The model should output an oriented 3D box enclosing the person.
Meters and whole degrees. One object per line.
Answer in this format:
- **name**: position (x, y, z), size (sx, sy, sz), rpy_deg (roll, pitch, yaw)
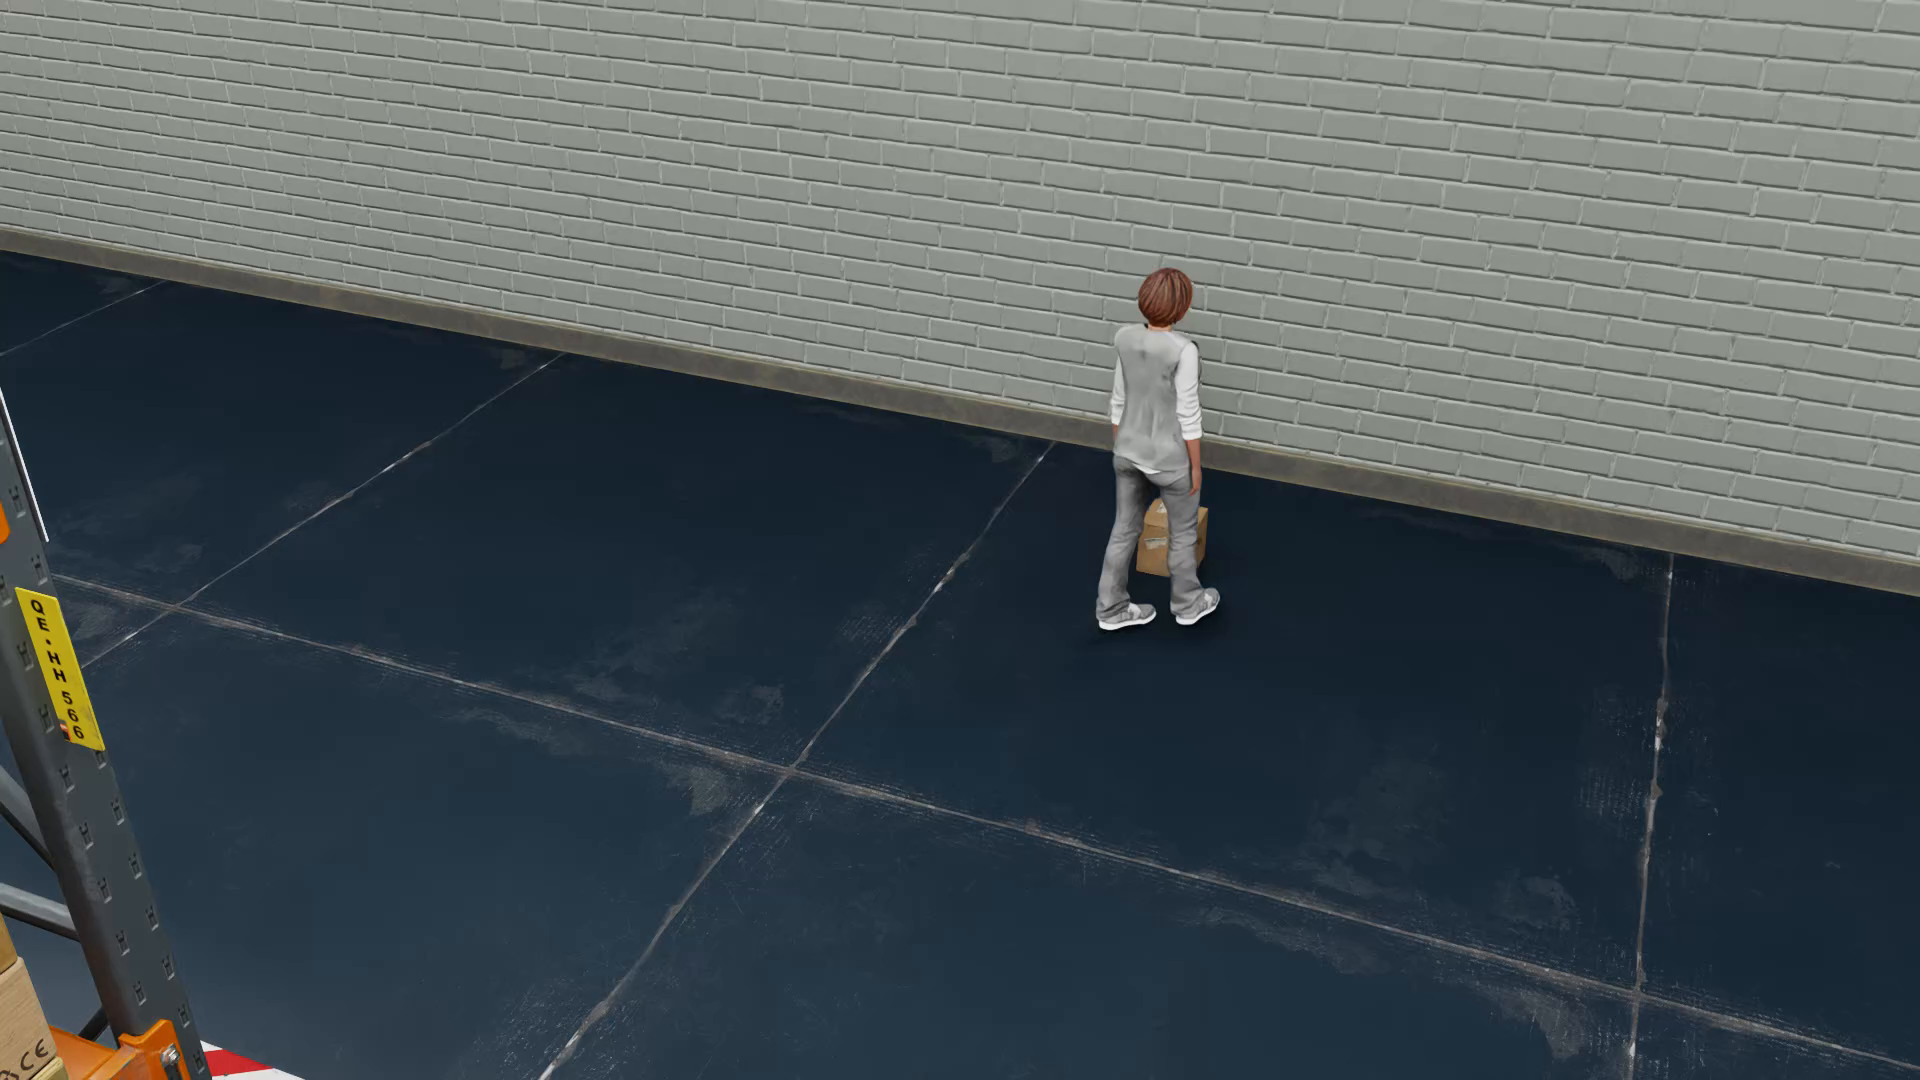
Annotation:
- **person**: position (0.787, -0.622, 6.546), size (0.424, 0.937, 0.302), rpy_deg (24, 38, 35)
